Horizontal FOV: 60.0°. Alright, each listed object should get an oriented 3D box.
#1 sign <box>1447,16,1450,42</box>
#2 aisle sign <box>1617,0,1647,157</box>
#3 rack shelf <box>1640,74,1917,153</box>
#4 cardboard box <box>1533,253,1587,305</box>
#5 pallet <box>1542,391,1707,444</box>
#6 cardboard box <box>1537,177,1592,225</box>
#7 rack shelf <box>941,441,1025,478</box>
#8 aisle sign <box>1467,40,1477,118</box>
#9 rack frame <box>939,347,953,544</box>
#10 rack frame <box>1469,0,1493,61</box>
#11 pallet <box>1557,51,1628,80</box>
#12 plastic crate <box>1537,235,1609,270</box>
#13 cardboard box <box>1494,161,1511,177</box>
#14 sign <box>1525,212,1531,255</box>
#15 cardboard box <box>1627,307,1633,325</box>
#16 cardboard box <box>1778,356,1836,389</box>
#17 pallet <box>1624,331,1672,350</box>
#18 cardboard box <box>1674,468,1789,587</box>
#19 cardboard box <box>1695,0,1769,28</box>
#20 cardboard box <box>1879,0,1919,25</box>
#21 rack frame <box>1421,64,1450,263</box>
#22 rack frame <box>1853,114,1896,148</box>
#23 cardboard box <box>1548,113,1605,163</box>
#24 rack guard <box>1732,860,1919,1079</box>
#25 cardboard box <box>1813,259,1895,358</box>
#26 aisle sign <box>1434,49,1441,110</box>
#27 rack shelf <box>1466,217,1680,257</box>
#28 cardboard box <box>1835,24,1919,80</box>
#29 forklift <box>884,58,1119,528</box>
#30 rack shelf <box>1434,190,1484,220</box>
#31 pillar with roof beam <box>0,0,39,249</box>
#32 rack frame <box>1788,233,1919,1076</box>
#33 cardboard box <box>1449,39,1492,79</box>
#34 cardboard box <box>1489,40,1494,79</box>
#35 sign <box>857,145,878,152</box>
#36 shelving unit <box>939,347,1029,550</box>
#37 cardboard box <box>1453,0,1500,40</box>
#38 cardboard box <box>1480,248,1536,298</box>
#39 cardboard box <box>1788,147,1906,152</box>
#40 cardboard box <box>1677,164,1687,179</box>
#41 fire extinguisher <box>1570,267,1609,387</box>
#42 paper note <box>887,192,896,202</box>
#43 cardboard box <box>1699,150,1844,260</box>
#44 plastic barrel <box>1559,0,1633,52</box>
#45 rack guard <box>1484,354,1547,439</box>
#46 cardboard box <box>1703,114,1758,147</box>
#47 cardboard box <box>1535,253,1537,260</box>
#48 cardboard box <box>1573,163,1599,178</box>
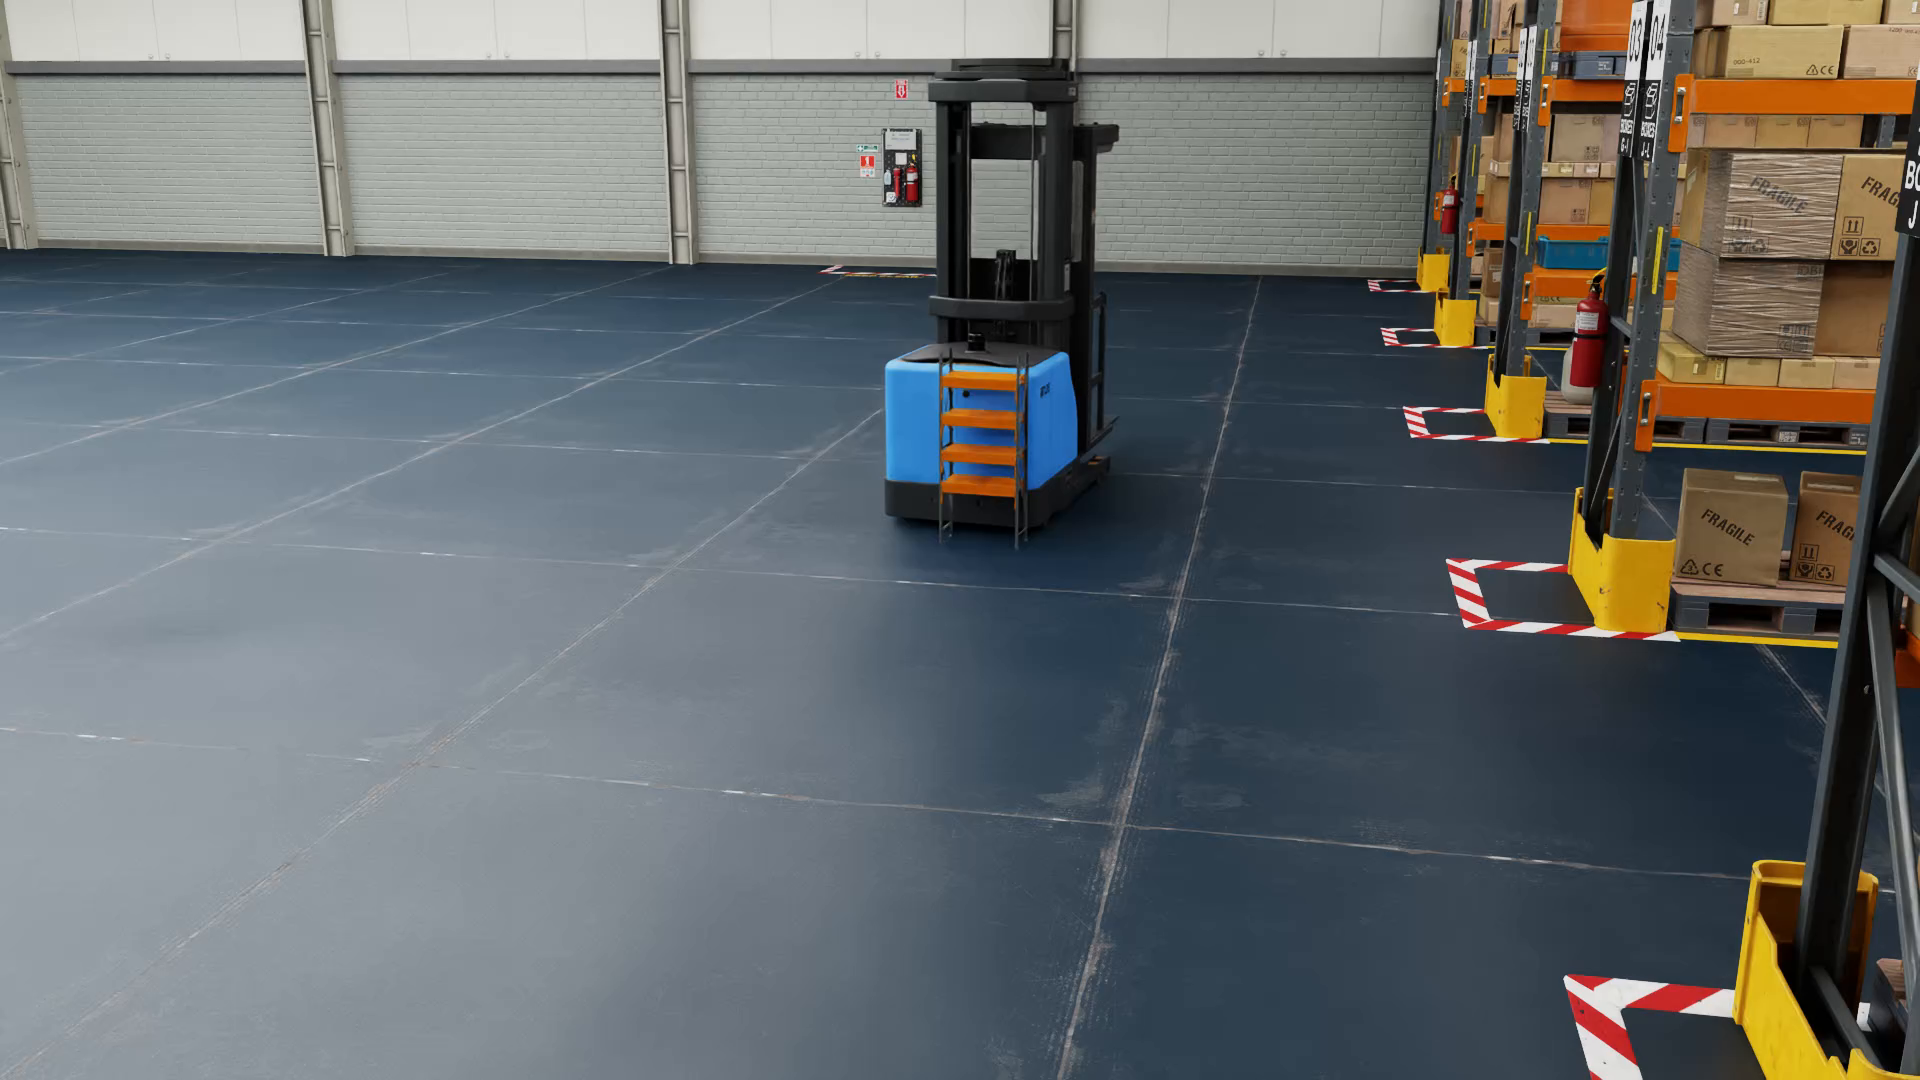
[{"bbox_3d":[6.431,-6.729,21.909,0.005,0.325,0.100,3,16,11],"label":"sign"},{"bbox_3d":[3.577,-2.451,8.853,0.004,0.787,0.394,3,16,11],"label":"aisle sign"},{"bbox_3d":[5.538,-2.109,8.217,4.000,0.370,1.077,3,16,11],"label":"rack shelf"},{"bbox_3d":[6.527,-2.834,18.063,0.500,0.500,0.500,3,16,11],"label":"cardboard box"},{"bbox_3d":[5.444,-1.032,13.823,1.213,0.211,1.003,3,16,11],"label":"pallet"},{"bbox_3d":[6.526,-3.701,18.048,0.500,0.500,0.700,4,16,13],"label":"cardboard box"},{"bbox_3d":[0.147,-0.500,10.301,0.480,0.148,0.258,5,16,16],"label":"rack shelf"},{"bbox_3d":[5.430,-4.884,17.636,0.004,0.787,0.394,3,16,11],"label":"aisle sign"},{"bbox_3d":[-0.087,-0.584,10.351,0.015,1.200,0.240,5,16,16],"label":"rack frame"},{"bbox_3d":[5.556,-6.599,17.459,0.127,3.000,1.000,3,16,11],"label":"rack frame"},{"bbox_3d":[5.356,-3.698,12.956,1.213,0.211,1.003,3,16,11],"label":"pallet"},{"bbox_3d":[5.115,-2.393,13.789,0.616,0.251,0.499,3,16,11],"label":"plastic crate"},{"bbox_3d":[5.897,-3.992,17.881,0.250,0.149,0.380,3,16,11],"label":"cardboard box"},{"bbox_3d":[4.451,-2.402,13.027,0.005,0.325,0.100,3,16,11],"label":"sign"},{"bbox_3d":[7.017,-2.446,18.069,0.500,0.250,0.500,3,16,11],"label":"cardboard box"},{"bbox_3d":[4.293,-0.883,8.530,0.250,0.149,0.380,3,16,11],"label":"cardboard box"},{"bbox_3d":[7.505,-2.269,18.288,1.213,0.211,1.003,3,16,11],"label":"pallet"},{"bbox_3d":[4.187,-0.077,9.047,0.500,0.500,0.500,6,17,21],"label":"cardboard box"},{"bbox_3d":[3.802,-2.607,8.200,0.250,0.149,0.380,3,16,11],"label":"cardboard box"},{"bbox_3d":[4.561,-2.554,8.007,0.250,0.149,0.380,4,16,13],"label":"cardboard box"},{"bbox_3d":[6.539,-5.004,22.939,0.127,3.000,1.000,3,16,11],"label":"rack frame"},{"bbox_3d":[9.475,-3.495,17.491,0.127,3.000,1.000,3,16,11],"label":"rack frame"},{"bbox_3d":[6.579,-4.324,17.865,0.500,0.500,0.700,3,16,10],"label":"cardboard box"},{"bbox_3d":[2.467,1.379,4.579,0.348,0.500,1.175,3,16,11],"label":"rack guard"},{"bbox_3d":[4.625,-1.277,8.738,0.500,0.500,0.875,3,16,11],"label":"cardboard box"},{"bbox_3d":[6.409,-6.182,22.322,0.004,0.787,0.394,3,16,11],"label":"aisle sign"},{"bbox_3d":[7.516,-3.255,17.972,4.000,0.370,1.077,3,16,11],"label":"rack shelf"},{"bbox_3d":[4.505,-2.371,8.095,0.500,0.250,0.500,3,16,10],"label":"cardboard box"},{"bbox_3d":[0.461,-1.840,11.642,1.130,2.935,3.031,5,16,18],"label":"forklift"},{"bbox_3d":[8.499,-4.551,22.650,4.000,0.370,1.077,3,16,11],"label":"rack shelf"},{"bbox_3d":[-16.979,-8.235,23.364,0.400,9.000,9.100,3,16,11],"label":"pillar with roof beam"},{"bbox_3d":[2.491,0.175,4.240,0.127,3.000,1.000,3,16,11],"label":"rack frame"},{"bbox_3d":[6.817,-6.424,22.222,0.500,0.500,0.500,4,16,13],"label":"cardboard box"},{"bbox_3d":[6.999,-6.552,22.681,0.500,0.500,0.500,4,16,15],"label":"cardboard box"},{"bbox_3d":[-1.415,-5.980,25.403,0.331,0.109,0.001,3,16,11],"label":"sign"},{"bbox_3d":[0.147,-0.565,10.283,0.503,1.200,0.258,5,16,16],"label":"shelving unit"},{"bbox_3d":[6.868,-6.905,22.085,0.500,0.500,0.500,2,16,7],"label":"cardboard box"},{"bbox_3d":[6.141,-2.996,18.649,0.500,0.500,0.500,3,16,11],"label":"cardboard box"},{"bbox_3d":[4.657,-1.801,8.756,0.500,0.500,0.500,3,16,11],"label":"cardboard box"},{"bbox_3d":[7.661,-3.896,17.535,0.250,0.149,0.380,4,16,13],"label":"cardboard box"},{"bbox_3d":[3.558,-1.206,9.373,0.183,0.674,0.296,3,16,11],"label":"fire extinguisher"},{"bbox_3d":[-1.056,-5.257,25.501,0.142,0.148,0.016,3,16,11],"label":"paper note"},{"bbox_3d":[4.063,-1.690,8.355,0.500,0.500,0.500,3,16,11],"label":"cardboard box"},{"bbox_3d":[5.066,-4.275,13.095,0.708,0.830,0.600,3,16,11],"label":"plastic barrel"},{"bbox_3d":[4.649,-1.216,13.946,0.348,0.500,1.175,3,16,11],"label":"rack guard"},{"bbox_3d":[8.053,-4.244,17.577,0.500,0.500,0.700,3,16,11],"label":"cardboard box"},{"bbox_3d":[7.758,-3.830,22.911,0.500,0.311,0.500,4,16,16],"label":"cardboard box"},{"bbox_3d":[6.648,-3.951,17.733,0.250,0.149,0.380,3,16,10],"label":"cardboard box"}]
